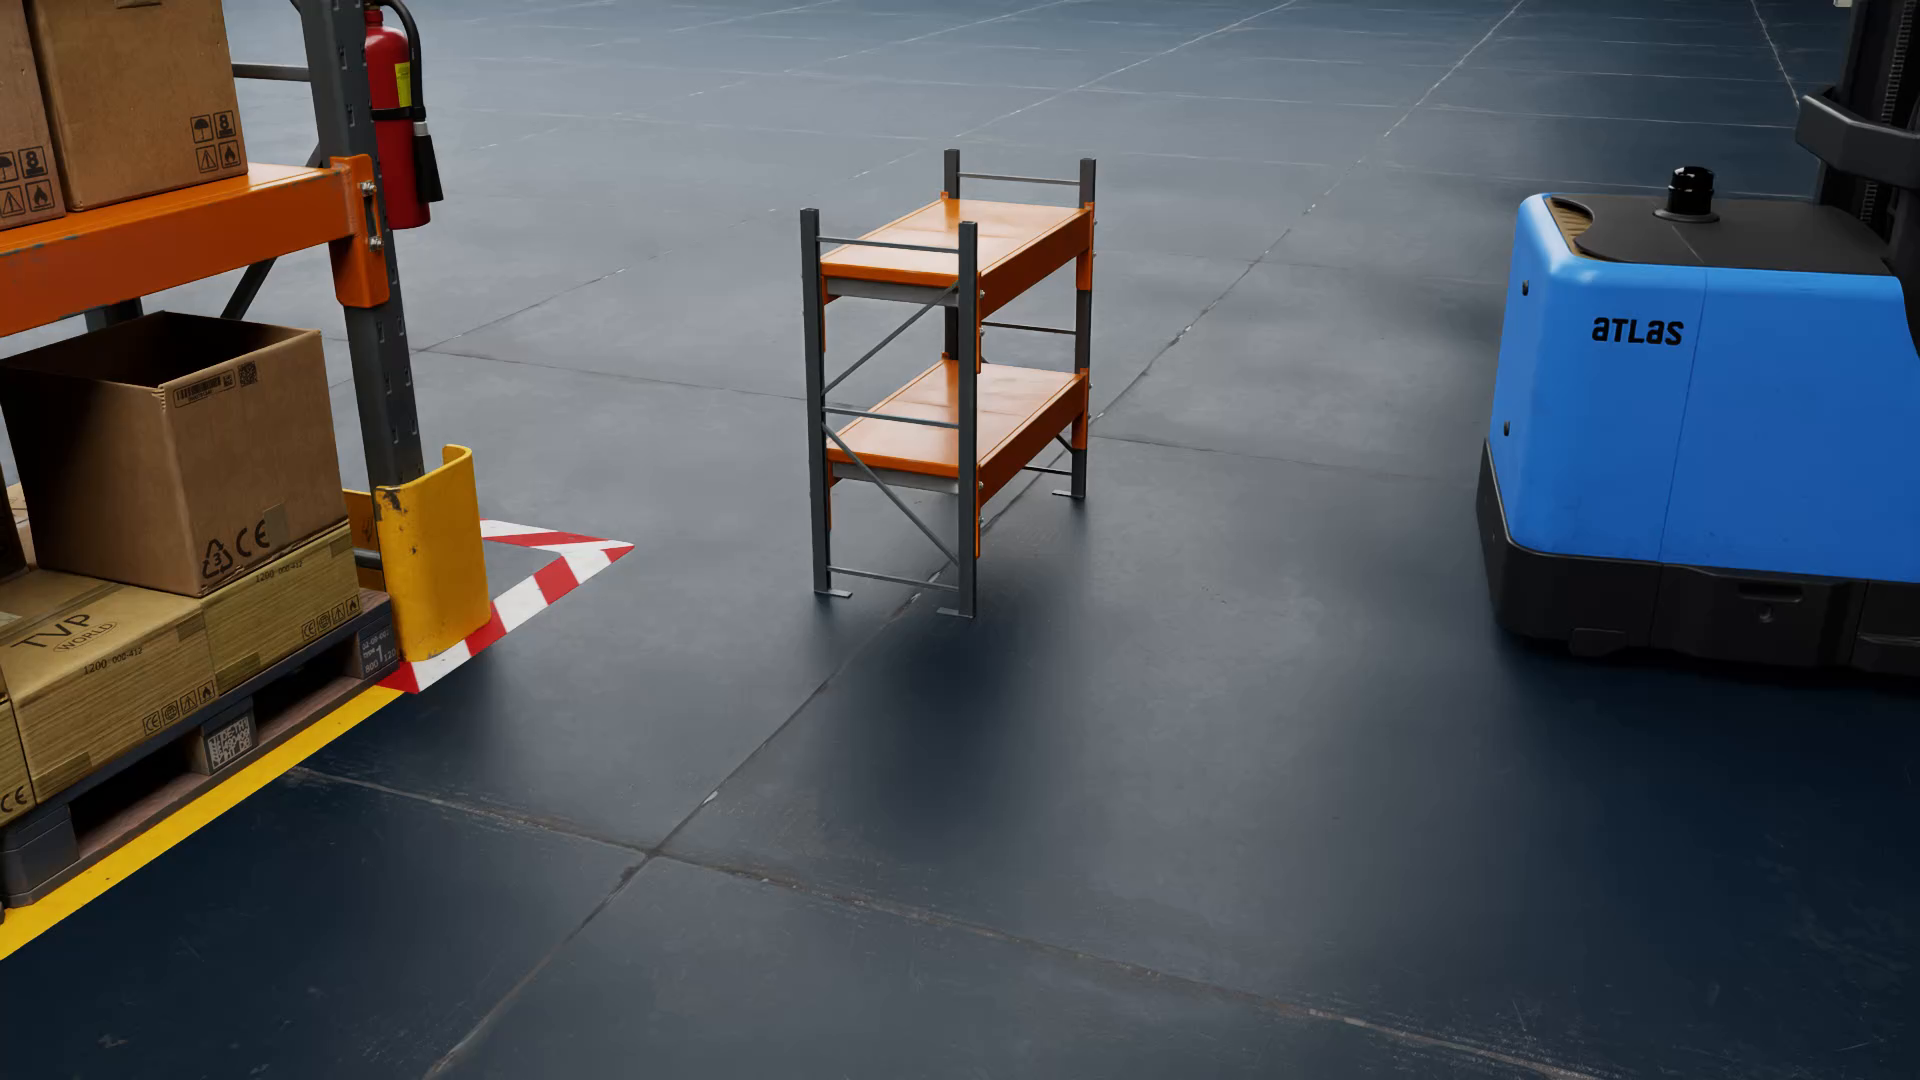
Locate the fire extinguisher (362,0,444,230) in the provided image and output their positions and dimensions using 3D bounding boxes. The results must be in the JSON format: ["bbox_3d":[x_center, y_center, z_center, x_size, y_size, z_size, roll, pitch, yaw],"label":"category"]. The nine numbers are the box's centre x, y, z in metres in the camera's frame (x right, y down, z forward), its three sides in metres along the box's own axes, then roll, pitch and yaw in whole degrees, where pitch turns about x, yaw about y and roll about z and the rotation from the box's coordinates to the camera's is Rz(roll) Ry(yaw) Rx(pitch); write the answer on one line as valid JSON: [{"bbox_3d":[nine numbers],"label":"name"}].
[{"bbox_3d":[-1.449,-1.125,4.152,0.296,0.674,0.183,9,24,20],"label":"fire extinguisher"}]

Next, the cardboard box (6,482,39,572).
[{"bbox_3d":[-2.330,0.050,4.261,0.500,0.250,0.500,9,24,20],"label":"cardboard box"}]

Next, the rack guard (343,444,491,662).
[{"bbox_3d":[-1.915,-0.040,4.698,1.175,0.500,0.348,9,24,20],"label":"rack guard"}]

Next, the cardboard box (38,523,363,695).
[{"bbox_3d":[-1.849,0.124,4.084,0.500,0.250,0.500,9,24,20],"label":"cardboard box"}]

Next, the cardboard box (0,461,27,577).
[{"bbox_3d":[-2.514,-0.117,3.688,0.500,0.500,0.500,9,24,20],"label":"cardboard box"}]

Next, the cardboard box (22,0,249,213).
[{"bbox_3d":[-2.110,-1.066,3.780,0.700,0.500,0.500,9,24,20],"label":"cardboard box"}]

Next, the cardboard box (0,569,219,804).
[{"bbox_3d":[-2.024,0.305,3.651,0.500,0.250,0.500,9,24,20],"label":"cardboard box"}]

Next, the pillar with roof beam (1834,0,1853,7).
[{"bbox_3d":[8.137,-12.076,22.485,9.100,9.000,0.400,9,24,20],"label":"pillar with roof beam"}]

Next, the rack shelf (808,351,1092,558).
[{"bbox_3d":[-0.003,-0.291,5.122,0.538,0.278,1.000,9,24,20],"label":"rack shelf"}]

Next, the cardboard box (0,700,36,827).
[{"bbox_3d":[-2.208,0.484,3.222,0.500,0.250,0.500,9,24,20],"label":"cardboard box"}]

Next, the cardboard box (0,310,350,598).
[{"bbox_3d":[-1.847,-0.222,3.938,0.500,0.500,0.500,9,24,20],"label":"cardboard box"}]

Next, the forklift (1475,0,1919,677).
[{"bbox_3d":[3.035,-1.104,4.091,3.031,2.935,1.130,5,23,11],"label":"forklift"}]

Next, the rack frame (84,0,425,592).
[{"bbox_3d":[-1.924,-1.185,4.195,1.000,3.000,0.127,9,24,20],"label":"rack frame"}]

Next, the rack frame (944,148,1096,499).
[{"bbox_3d":[0.186,-0.699,5.463,0.500,1.125,0.032,9,24,20],"label":"rack frame"}]

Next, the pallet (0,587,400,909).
[{"bbox_3d":[-2.170,0.381,4.063,1.003,0.211,1.213,9,24,20],"label":"pallet"}]

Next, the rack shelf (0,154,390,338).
[{"bbox_3d":[-2.667,-0.137,2.621,1.077,0.370,4.000,9,24,20],"label":"rack shelf"}]

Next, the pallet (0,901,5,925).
[{"bbox_3d":[-2.624,0.816,3.022,1.003,0.211,1.213,9,24,20],"label":"pallet"}]

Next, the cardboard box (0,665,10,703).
[{"bbox_3d":[-2.205,0.138,3.077,0.500,0.500,0.500,9,24,20],"label":"cardboard box"}]

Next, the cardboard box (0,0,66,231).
[{"bbox_3d":[-2.300,-0.877,3.329,0.700,0.500,0.500,9,24,21],"label":"cardboard box"}]

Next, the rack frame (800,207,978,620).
[{"bbox_3d":[-0.191,-0.335,4.592,0.500,1.125,0.032,9,24,20],"label":"rack frame"}]

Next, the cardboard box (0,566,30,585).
[{"bbox_3d":[-2.512,0.229,3.832,0.500,0.250,0.500,9,24,20],"label":"cardboard box"}]

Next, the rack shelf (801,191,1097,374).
[{"bbox_3d":[-0.003,-0.787,4.915,0.538,0.278,1.000,9,24,20],"label":"rack shelf"}]

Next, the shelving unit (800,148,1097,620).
[{"bbox_3d":[-0.003,-0.517,5.027,0.538,1.125,1.048,9,24,20],"label":"shelving unit"}]
